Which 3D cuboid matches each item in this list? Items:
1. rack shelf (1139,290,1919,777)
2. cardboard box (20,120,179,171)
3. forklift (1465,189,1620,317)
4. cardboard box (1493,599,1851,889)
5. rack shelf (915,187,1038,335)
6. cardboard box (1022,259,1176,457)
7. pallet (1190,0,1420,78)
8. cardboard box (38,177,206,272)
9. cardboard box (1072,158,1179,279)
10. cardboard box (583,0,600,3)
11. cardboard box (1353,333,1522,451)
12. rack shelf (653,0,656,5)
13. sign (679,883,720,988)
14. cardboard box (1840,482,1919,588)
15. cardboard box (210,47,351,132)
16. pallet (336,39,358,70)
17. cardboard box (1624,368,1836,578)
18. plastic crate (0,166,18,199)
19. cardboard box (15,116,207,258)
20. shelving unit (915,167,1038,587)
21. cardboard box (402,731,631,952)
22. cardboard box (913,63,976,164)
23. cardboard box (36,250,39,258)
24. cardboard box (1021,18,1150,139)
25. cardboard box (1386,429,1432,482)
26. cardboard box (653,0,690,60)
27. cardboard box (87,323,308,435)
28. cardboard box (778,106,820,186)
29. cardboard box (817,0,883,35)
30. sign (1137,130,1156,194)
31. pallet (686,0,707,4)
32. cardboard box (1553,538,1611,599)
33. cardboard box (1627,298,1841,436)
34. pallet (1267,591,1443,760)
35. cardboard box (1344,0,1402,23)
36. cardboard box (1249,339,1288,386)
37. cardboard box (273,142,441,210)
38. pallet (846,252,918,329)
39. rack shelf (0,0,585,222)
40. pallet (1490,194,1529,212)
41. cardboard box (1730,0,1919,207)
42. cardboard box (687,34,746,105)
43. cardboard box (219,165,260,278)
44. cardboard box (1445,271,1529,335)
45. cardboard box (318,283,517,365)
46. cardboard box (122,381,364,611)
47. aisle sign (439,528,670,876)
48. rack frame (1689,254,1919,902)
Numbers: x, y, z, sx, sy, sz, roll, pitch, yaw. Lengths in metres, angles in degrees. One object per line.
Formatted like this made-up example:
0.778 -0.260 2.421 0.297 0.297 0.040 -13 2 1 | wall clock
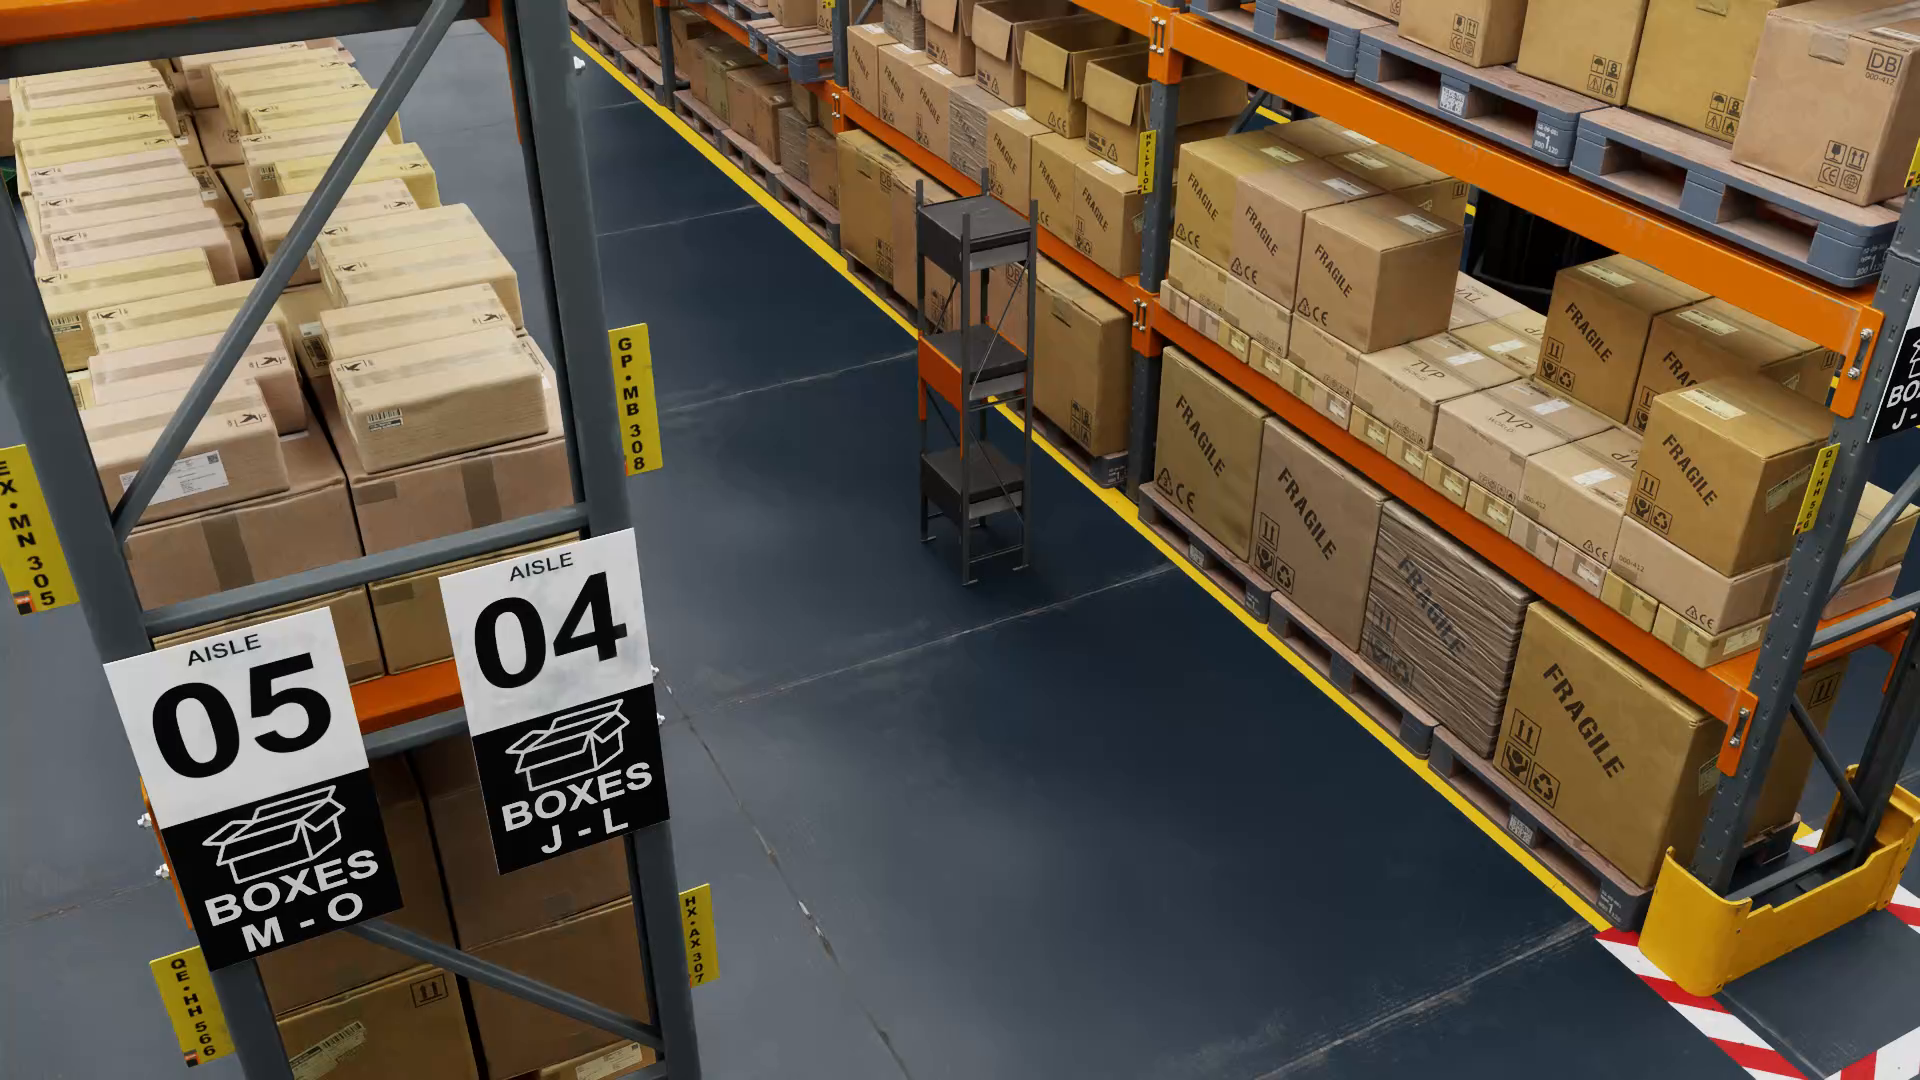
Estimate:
2.364 -0.359 7.715 1.077 0.370 4.000 -16 36 -23 | rack shelf
-2.378 -1.035 4.628 0.380 0.149 0.250 -17 36 -25 | cardboard box
3.458 -1.739 9.266 1.130 2.935 3.031 14 35 20 | forklift
2.927 0.725 6.936 0.875 0.875 0.875 -16 36 -23 | cardboard box
0.077 -1.383 8.209 0.431 0.518 0.480 -16 36 -23 | rack shelf
1.116 -1.199 9.940 1.225 0.875 0.875 -16 36 -23 | cardboard box
1.804 -2.449 7.612 1.003 0.211 1.213 -16 36 -23 | pallet
-2.122 -0.790 4.247 0.380 0.149 0.250 -15 36 -22 | cardboard box
0.972 -1.813 9.225 0.500 0.500 0.500 -16 36 -23 | cardboard box
-3.887 -6.165 18.039 0.500 0.500 0.500 -9 34 -14 | cardboard box
2.116 -0.667 7.392 0.500 0.250 0.500 -16 36 -23 | cardboard box
-3.231 -6.086 16.654 1.077 0.370 4.000 -16 36 -23 | rack shelf
-0.658 0.991 4.139 0.100 0.325 0.005 -16 36 -23 | sign
3.312 -0.066 6.455 0.500 0.250 0.500 -17 36 -24 | cardboard box
-2.122 -1.419 5.229 0.380 0.149 0.250 -17 37 -25 | cardboard box
-3.197 -1.922 6.882 1.213 0.211 1.003 -16 36 -23 | pallet
2.837 -0.252 6.049 0.500 0.500 0.500 -15 36 -23 | cardboard box
-7.973 -2.828 13.456 0.450 0.188 0.662 10 33 -4 | plastic crate
-2.541 -1.055 5.029 0.500 0.250 0.500 -15 36 -22 | cardboard box
0.077 -0.805 8.579 0.431 2.100 0.503 -16 36 -23 | shelving unit
-1.113 0.623 4.221 0.500 0.500 0.500 -16 36 -23 | cardboard box
0.037 -2.778 10.731 0.500 0.500 0.500 -17 36 -24 | cardboard box
-2.554 -0.839 5.157 0.500 0.250 0.500 -14 35 -21 | cardboard box
0.817 -2.714 9.702 0.797 0.503 0.637 -15 36 -23 | cardboard box
2.127 -0.418 7.374 0.380 0.149 0.250 -15 36 -22 | cardboard box
-2.723 -5.031 16.268 0.500 0.500 0.500 -5 33 -8 | cardboard box
-1.601 -0.308 3.494 0.380 0.149 0.250 -15 36 -22 | cardboard box
-1.033 -3.234 13.445 0.700 0.500 0.500 -19 37 -27 | cardboard box
-0.721 -3.992 12.237 0.500 0.500 0.500 -21 38 -29 | cardboard box
0.956 -1.929 8.500 0.100 0.325 0.005 -16 36 -23 | sign
-2.071 -4.952 14.395 1.003 0.211 1.213 -16 36 -23 | pallet
2.600 0.067 6.616 0.380 0.149 0.250 -16 36 -23 | cardboard box
3.079 -0.621 6.625 0.500 0.500 0.500 -17 36 -24 | cardboard box
2.290 0.523 8.256 1.003 0.211 1.213 -16 36 -23 | pallet
2.096 -2.524 7.073 0.700 0.500 0.500 -14 35 -21 | cardboard box
1.645 -0.910 8.141 0.380 0.149 0.250 -17 36 -24 | cardboard box
-1.618 -0.935 4.472 0.380 0.149 0.250 -15 35 -22 | cardboard box
-0.132 -1.956 12.126 1.003 0.211 1.213 -16 36 -23 | pallet
-2.071 -1.684 4.226 1.077 0.370 4.000 -16 36 -23 | rack shelf
4.918 -2.650 13.209 1.003 0.211 1.213 -16 36 -23 | pallet
3.007 -1.466 5.421 0.700 0.500 0.500 -18 37 -26 | cardboard box
-2.031 -4.268 15.060 0.700 0.500 0.500 -19 37 -27 | cardboard box
-1.820 -0.927 4.830 0.500 0.250 0.500 -17 36 -25 | cardboard box
2.351 -1.044 7.981 0.500 0.250 0.500 -15 36 -22 | cardboard box
-1.191 -0.424 3.676 0.380 0.149 0.250 -14 35 -21 | cardboard box
-1.578 -0.074 3.499 0.500 0.250 0.500 -17 36 -25 | cardboard box
-0.839 0.357 3.521 0.394 0.787 0.004 -16 36 -23 | aisle sign
3.297 0.293 6.031 1.000 3.000 0.127 -16 36 -23 | rack frame
